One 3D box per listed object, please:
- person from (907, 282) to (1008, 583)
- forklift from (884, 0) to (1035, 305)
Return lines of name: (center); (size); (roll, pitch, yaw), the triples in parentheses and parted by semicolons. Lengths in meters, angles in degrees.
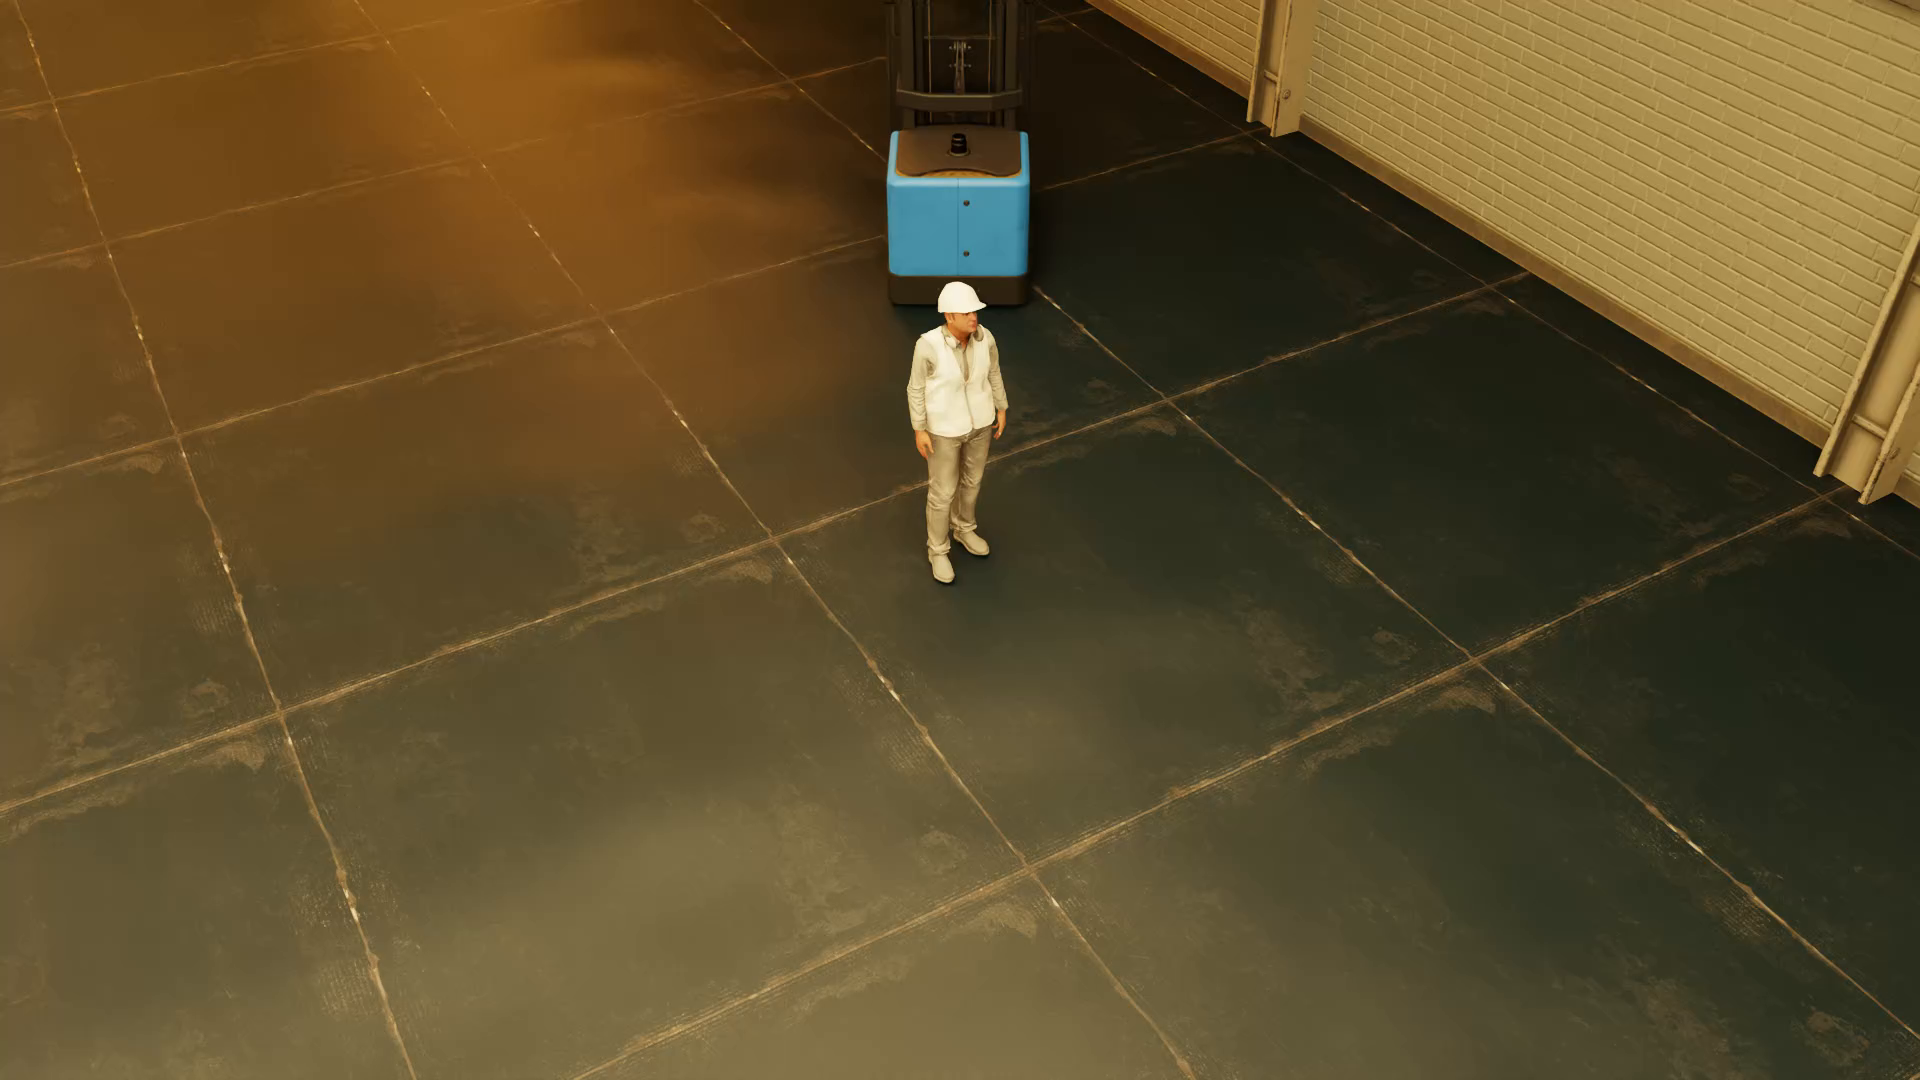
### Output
person: (0.026, -0.650, 9.715); (0.633, 1.775, 0.562); (-20, 44, -23)
forklift: (0.005, -3.783, 12.597); (1.130, 2.935, 3.031); (0, 40, 0)
